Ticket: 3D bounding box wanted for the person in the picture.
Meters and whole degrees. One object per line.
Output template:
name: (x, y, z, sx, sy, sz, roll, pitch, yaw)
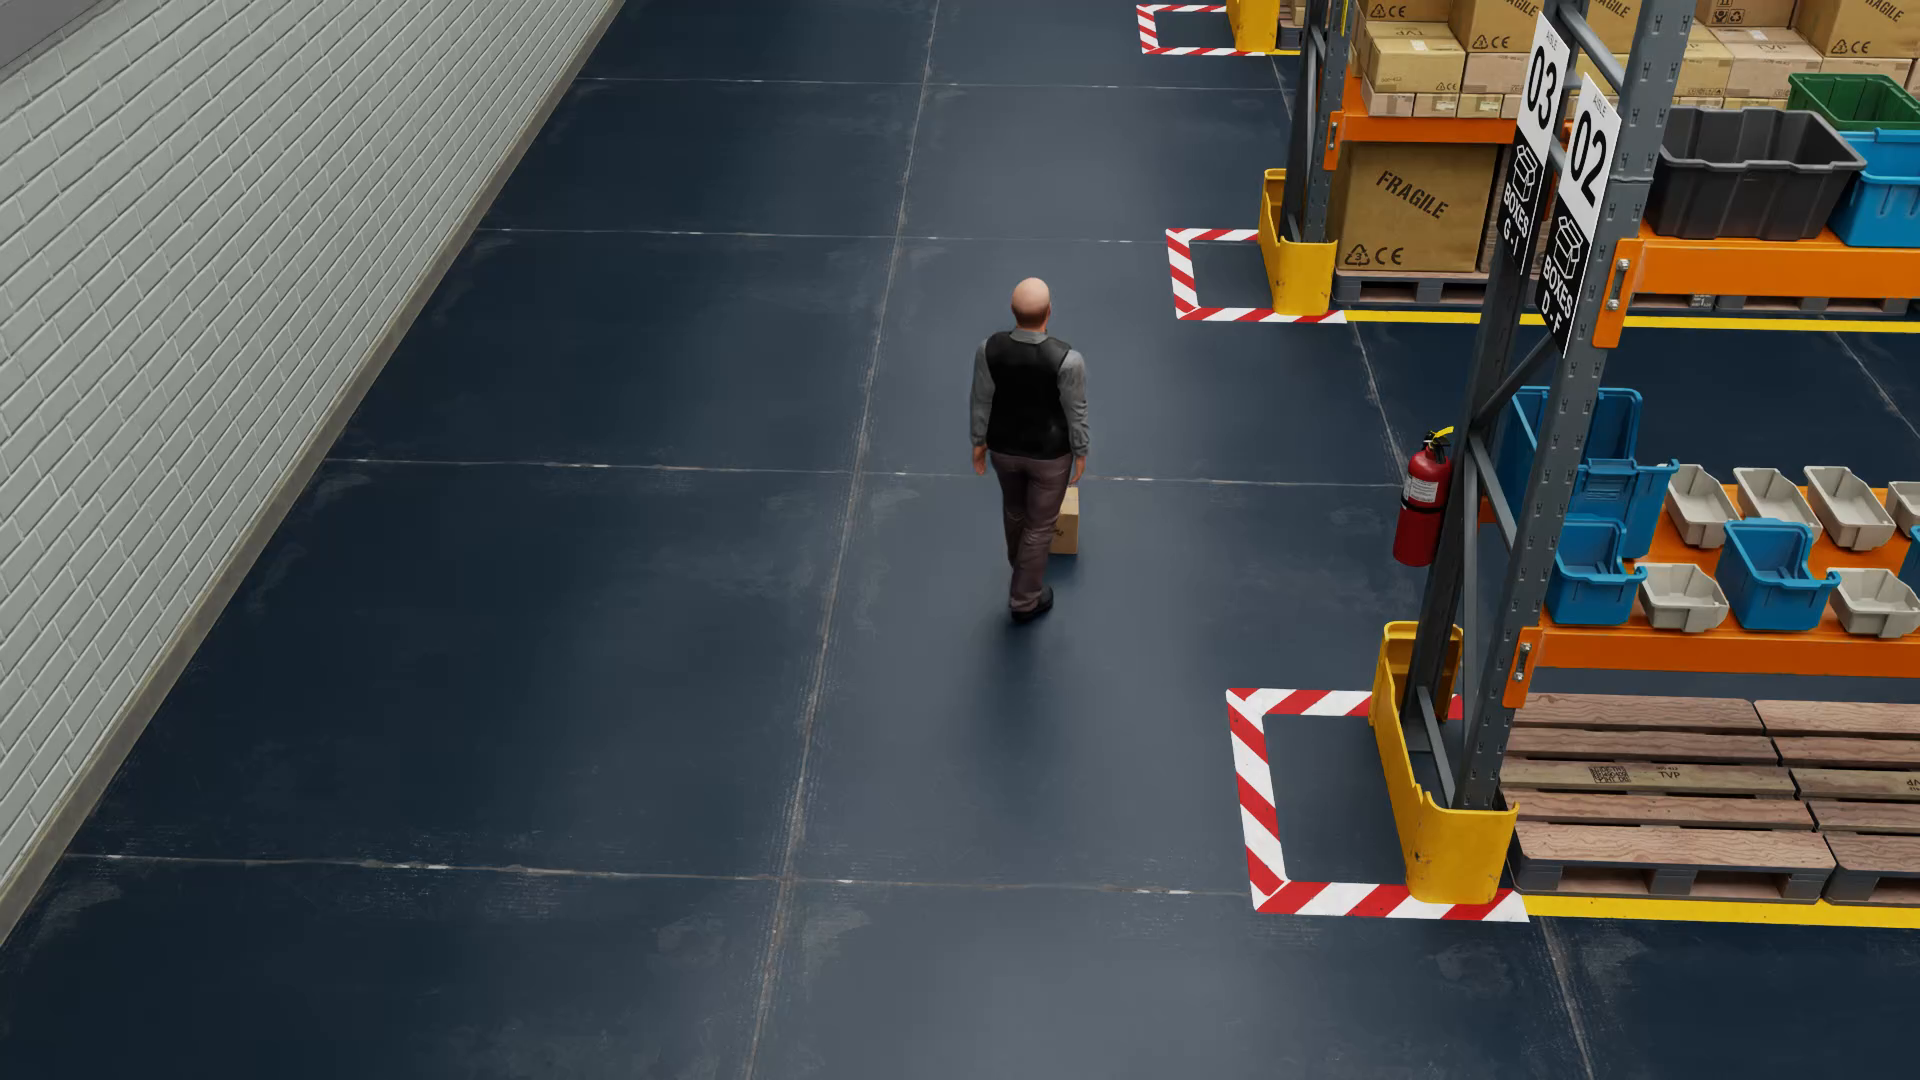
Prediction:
person: (0.368, -0.467, 7.781, 0.553, 1.719, 0.685, 15, 38, 20)
